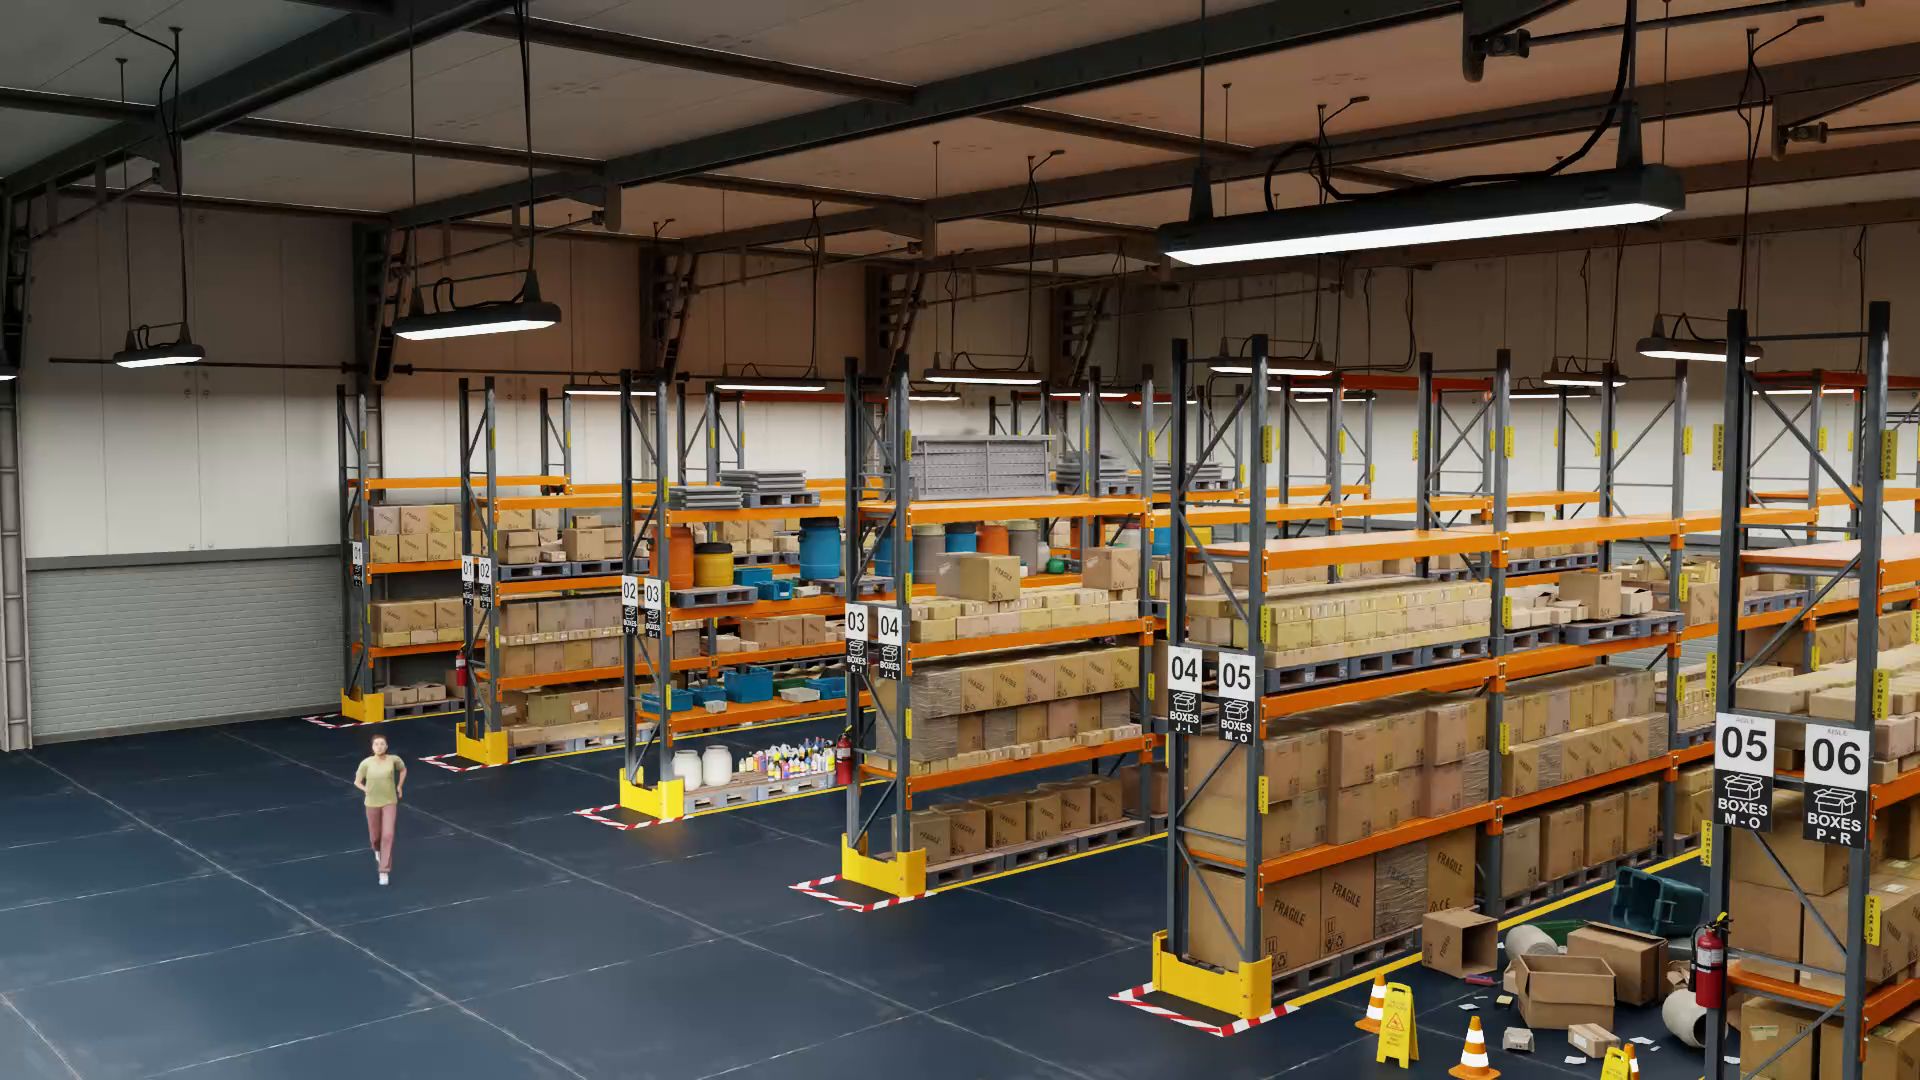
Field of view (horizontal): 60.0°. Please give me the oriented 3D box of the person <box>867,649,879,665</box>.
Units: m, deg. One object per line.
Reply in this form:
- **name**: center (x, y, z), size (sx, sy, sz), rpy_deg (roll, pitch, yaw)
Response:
- **person**: center (-1.854, 1.727, 34.875), size (0.655, 1.869, 0.715), rpy_deg (3, 5, 37)

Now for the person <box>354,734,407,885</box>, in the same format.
- **person**: center (-6.690, 3.065, 19.225), size (0.580, 1.664, 0.930), rpy_deg (-1, 4, -19)
